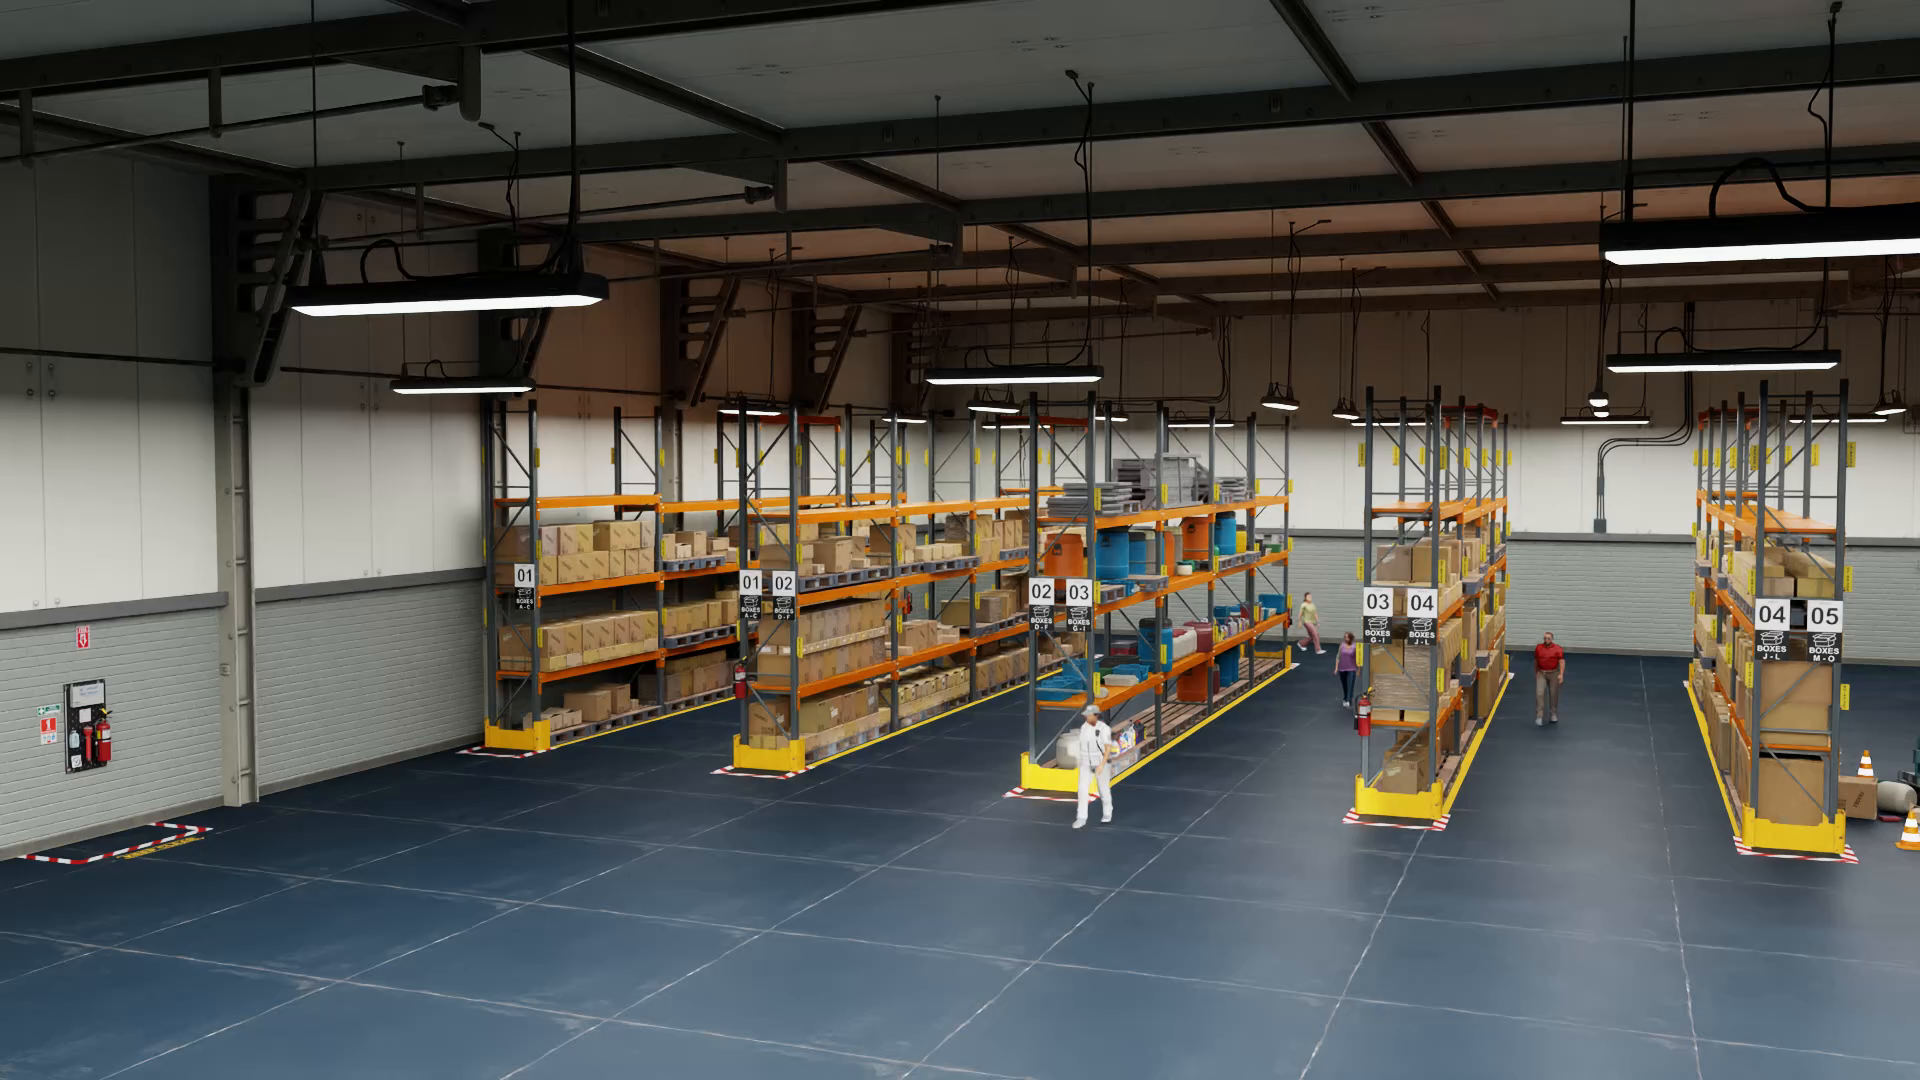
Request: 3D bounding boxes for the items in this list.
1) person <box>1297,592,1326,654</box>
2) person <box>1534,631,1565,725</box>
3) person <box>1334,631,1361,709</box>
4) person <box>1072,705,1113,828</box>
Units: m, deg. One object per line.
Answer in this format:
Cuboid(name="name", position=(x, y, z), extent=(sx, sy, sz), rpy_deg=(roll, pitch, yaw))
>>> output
Cuboid(name="person", position=(8.991, 2.116, 42.636), extent=(0.442, 1.558, 1.053), rpy_deg=(-2, 3, -33))
Cuboid(name="person", position=(11.110, 2.596, 31.398), extent=(0.586, 1.739, 0.695), rpy_deg=(2, 3, 31))
Cuboid(name="person", position=(7.680, 2.587, 33.029), extent=(0.452, 1.538, 1.011), rpy_deg=(2, 3, 29))
Cuboid(name="person", position=(1.804, 3.055, 22.560), extent=(0.501, 1.627, 0.899), rpy_deg=(1, 3, 28))
